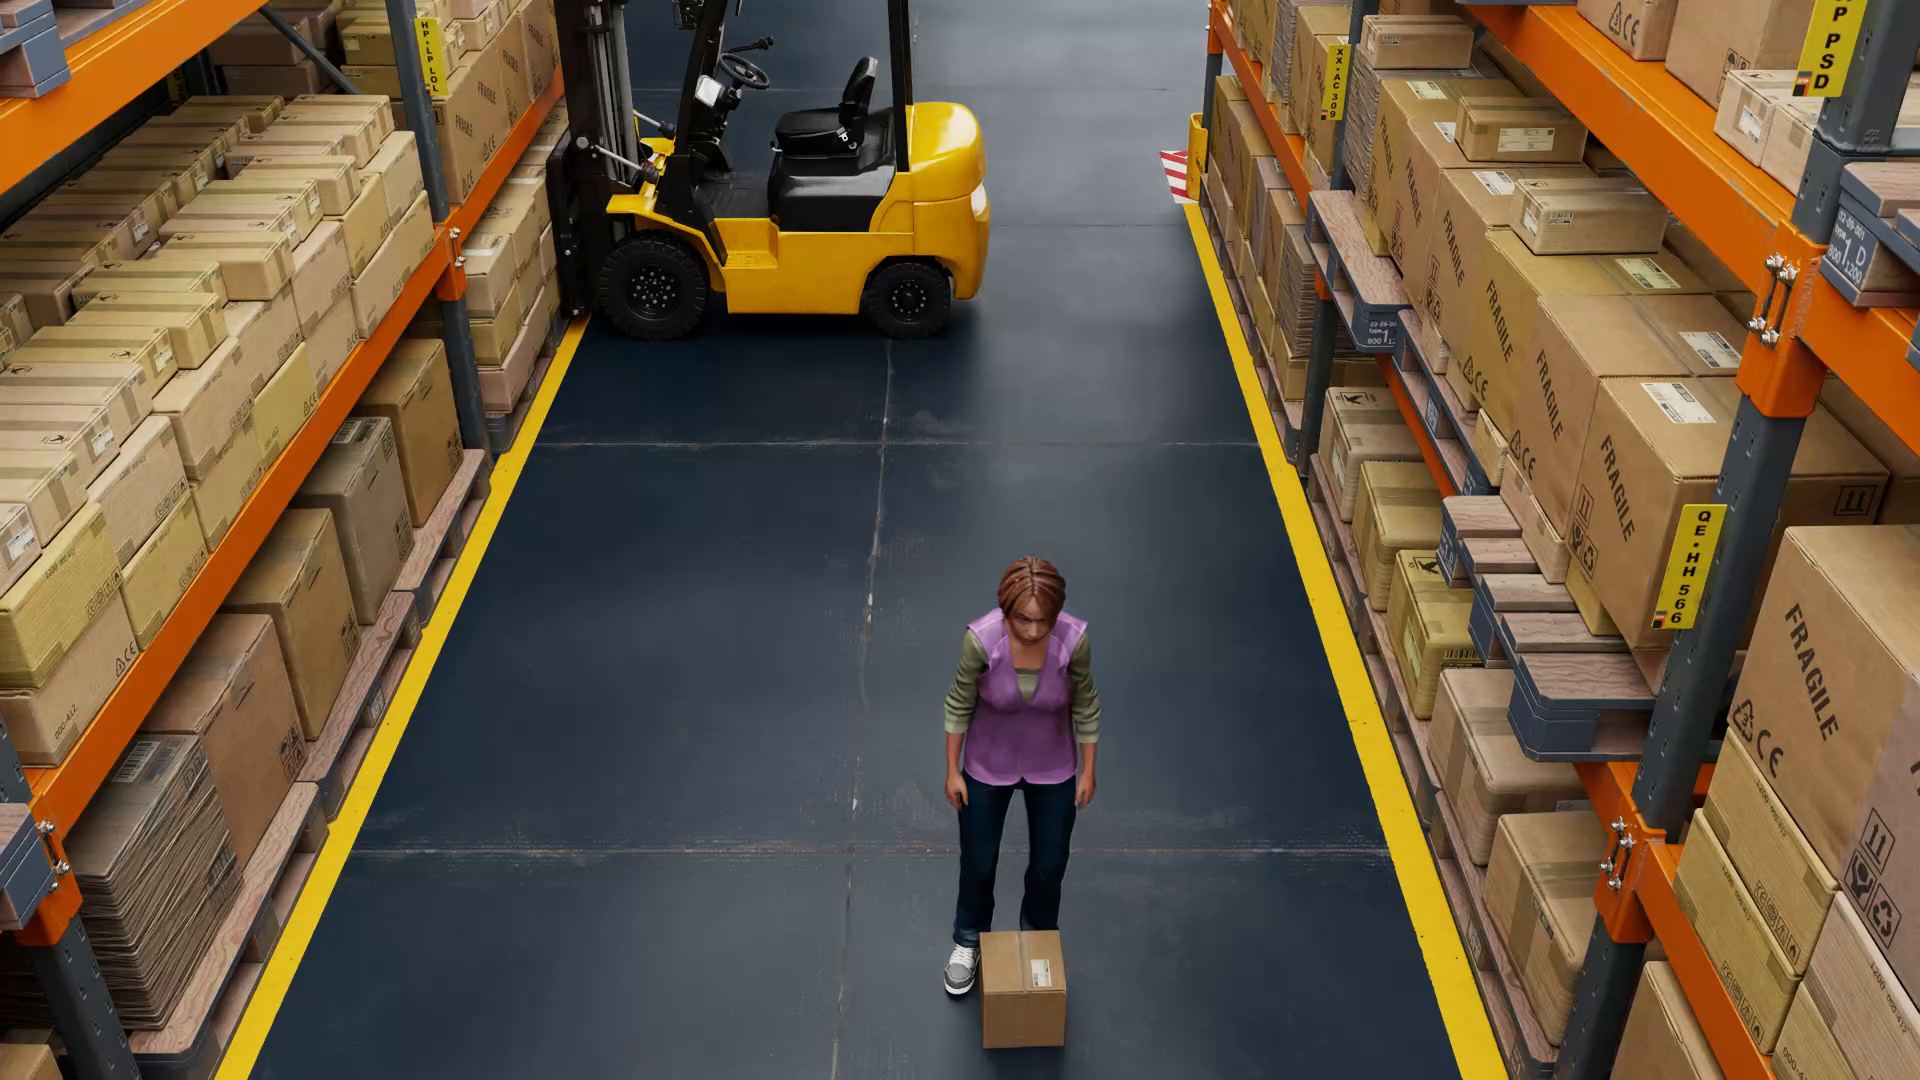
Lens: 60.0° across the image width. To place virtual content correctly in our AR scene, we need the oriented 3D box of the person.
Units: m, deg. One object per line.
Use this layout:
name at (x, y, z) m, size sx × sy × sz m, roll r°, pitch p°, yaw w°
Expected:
person at (0.182, 0.709, 5.010) m, size 0.470 × 1.593 × 0.366 m, roll -1°, pitch 32°, yaw -1°
